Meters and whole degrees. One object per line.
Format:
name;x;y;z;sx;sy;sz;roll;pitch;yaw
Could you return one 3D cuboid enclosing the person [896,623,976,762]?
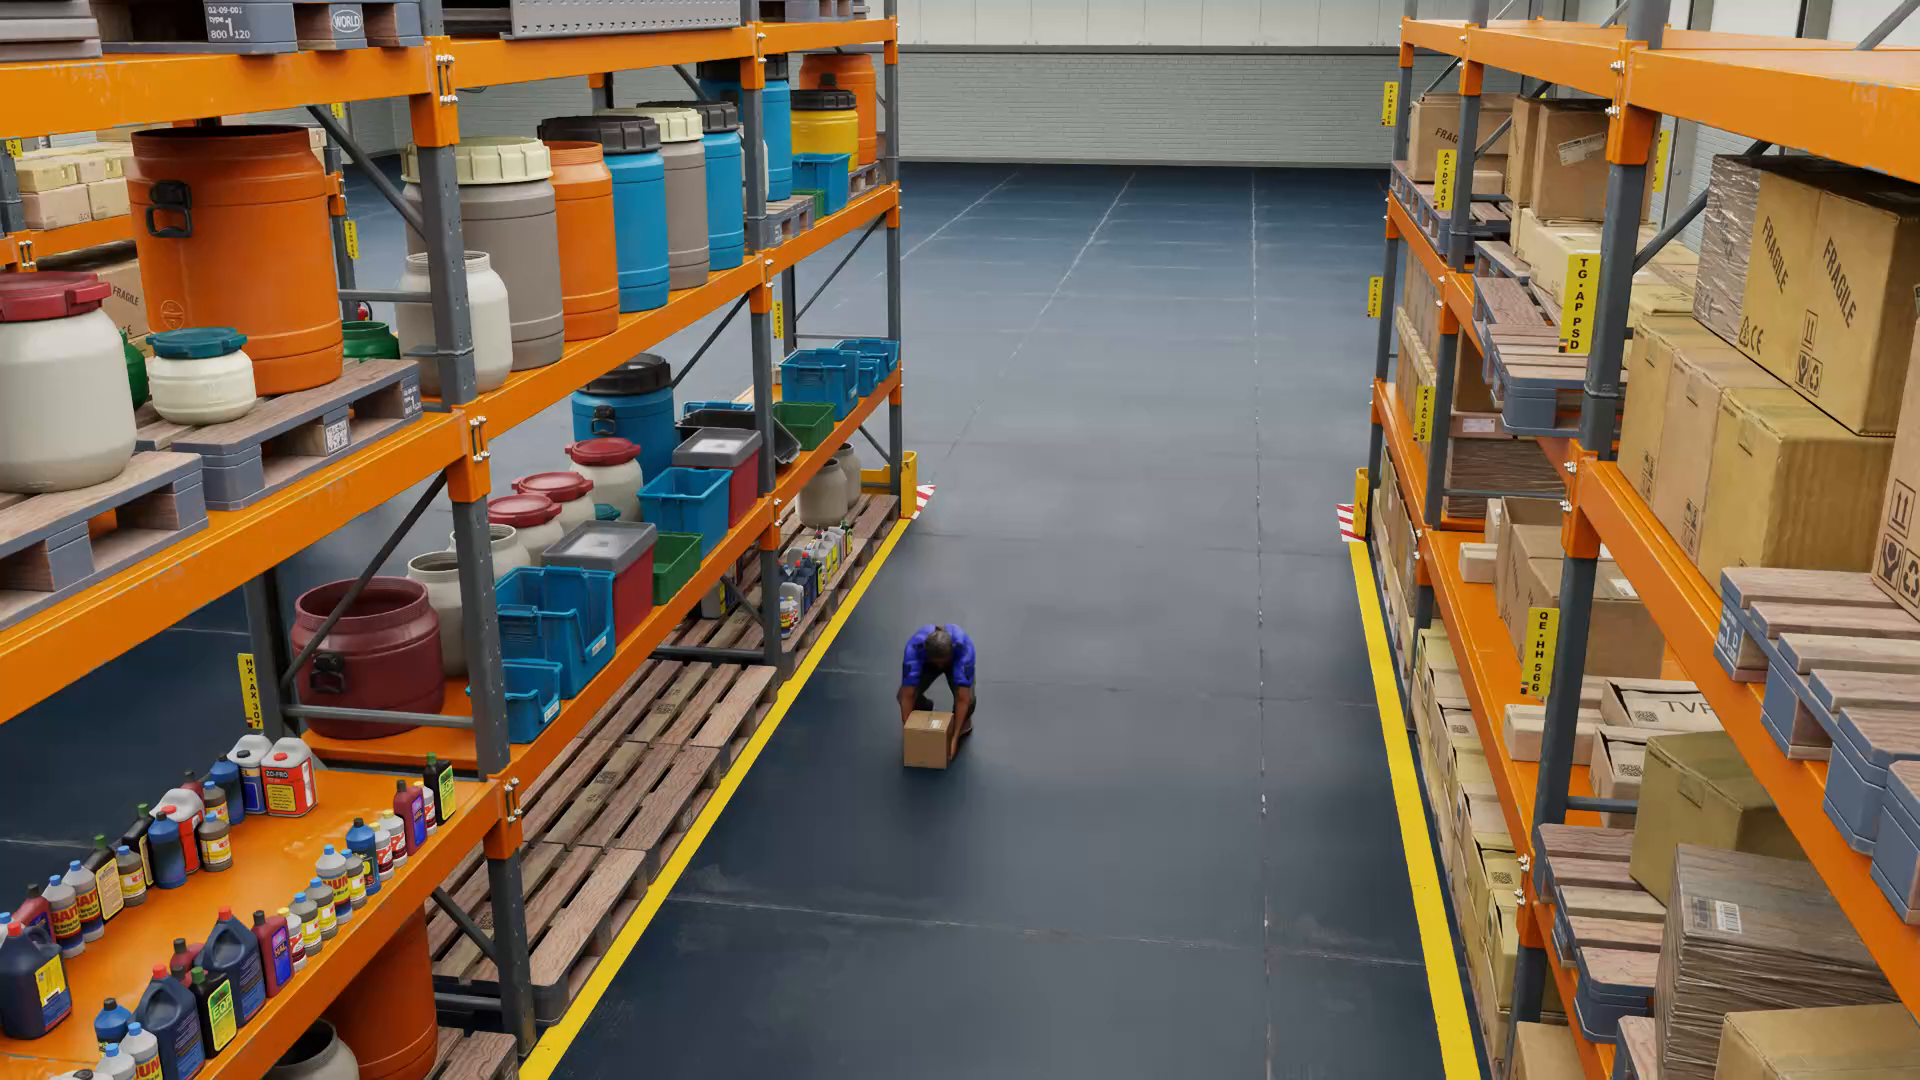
person;-0.131;0.815;9.975;0.480;0.810;0.813;3;18;9
